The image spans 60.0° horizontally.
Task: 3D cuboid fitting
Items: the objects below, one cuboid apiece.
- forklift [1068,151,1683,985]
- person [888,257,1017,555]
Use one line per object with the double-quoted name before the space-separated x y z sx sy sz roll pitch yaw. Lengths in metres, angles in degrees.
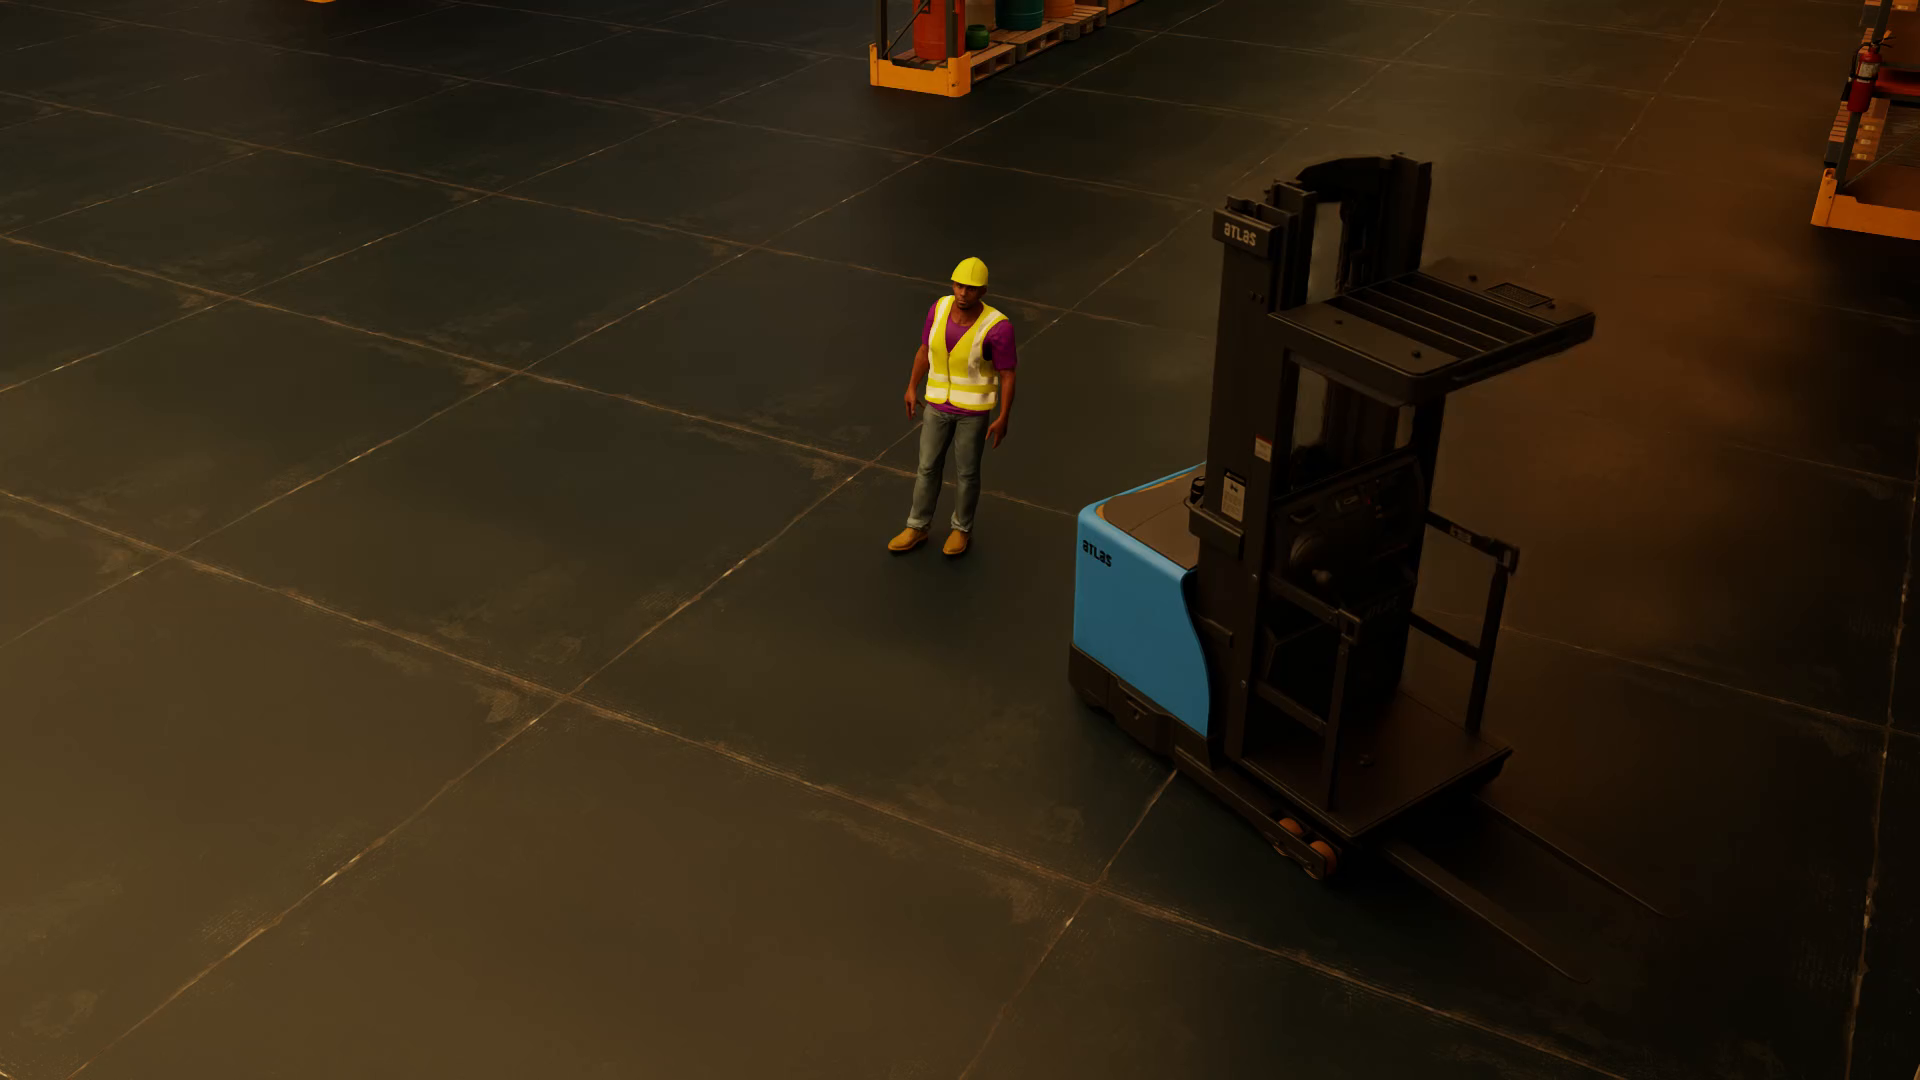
"forklift" 1.832 -0.041 7.141 1.130 2.935 3.031 -20 36 -31
"person" -0.039 -0.742 9.508 0.666 1.765 0.577 15 33 25
